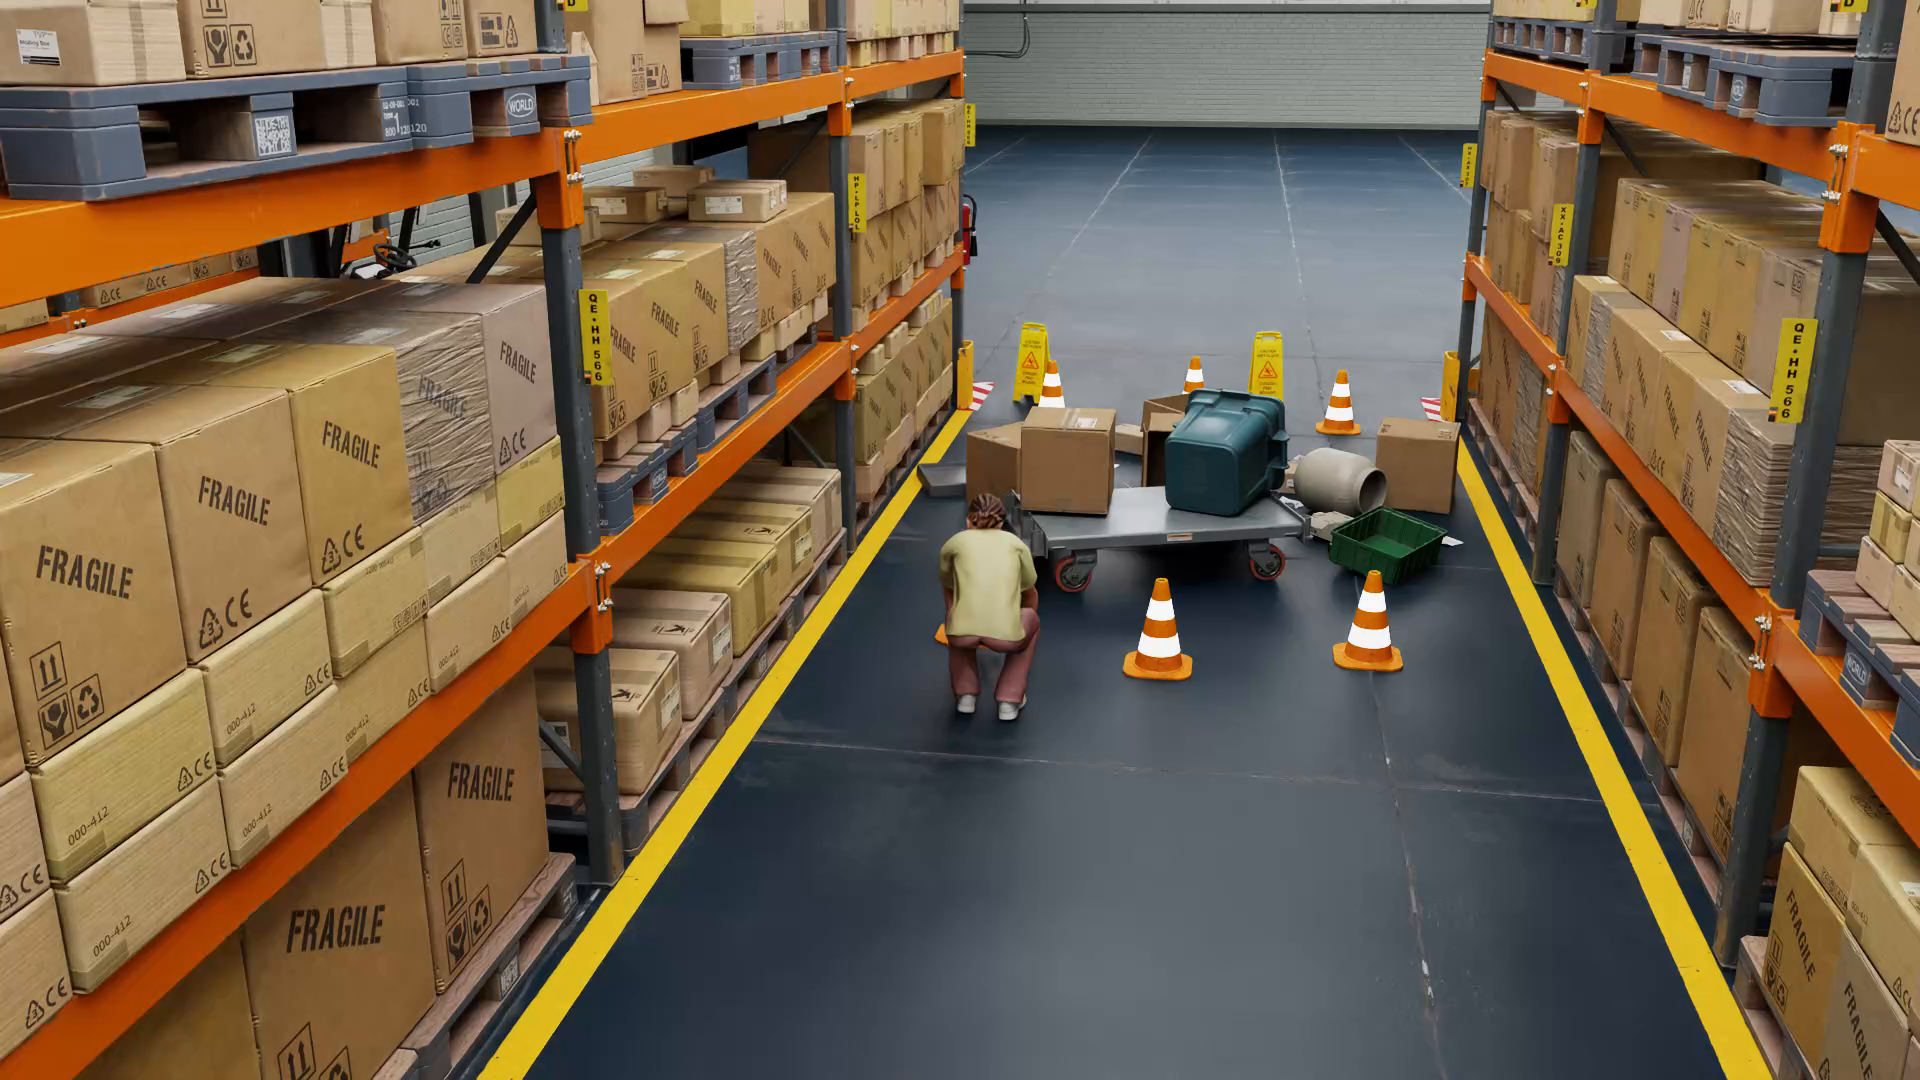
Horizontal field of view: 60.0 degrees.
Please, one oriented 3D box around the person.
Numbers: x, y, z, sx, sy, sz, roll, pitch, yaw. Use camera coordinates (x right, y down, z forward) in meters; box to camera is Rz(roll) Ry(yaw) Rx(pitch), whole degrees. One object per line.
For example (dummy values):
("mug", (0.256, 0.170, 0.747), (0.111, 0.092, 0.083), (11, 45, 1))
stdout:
("person", (0.123, 0.308, 7.802), (0.493, 0.943, 0.801), (3, 18, 9))
